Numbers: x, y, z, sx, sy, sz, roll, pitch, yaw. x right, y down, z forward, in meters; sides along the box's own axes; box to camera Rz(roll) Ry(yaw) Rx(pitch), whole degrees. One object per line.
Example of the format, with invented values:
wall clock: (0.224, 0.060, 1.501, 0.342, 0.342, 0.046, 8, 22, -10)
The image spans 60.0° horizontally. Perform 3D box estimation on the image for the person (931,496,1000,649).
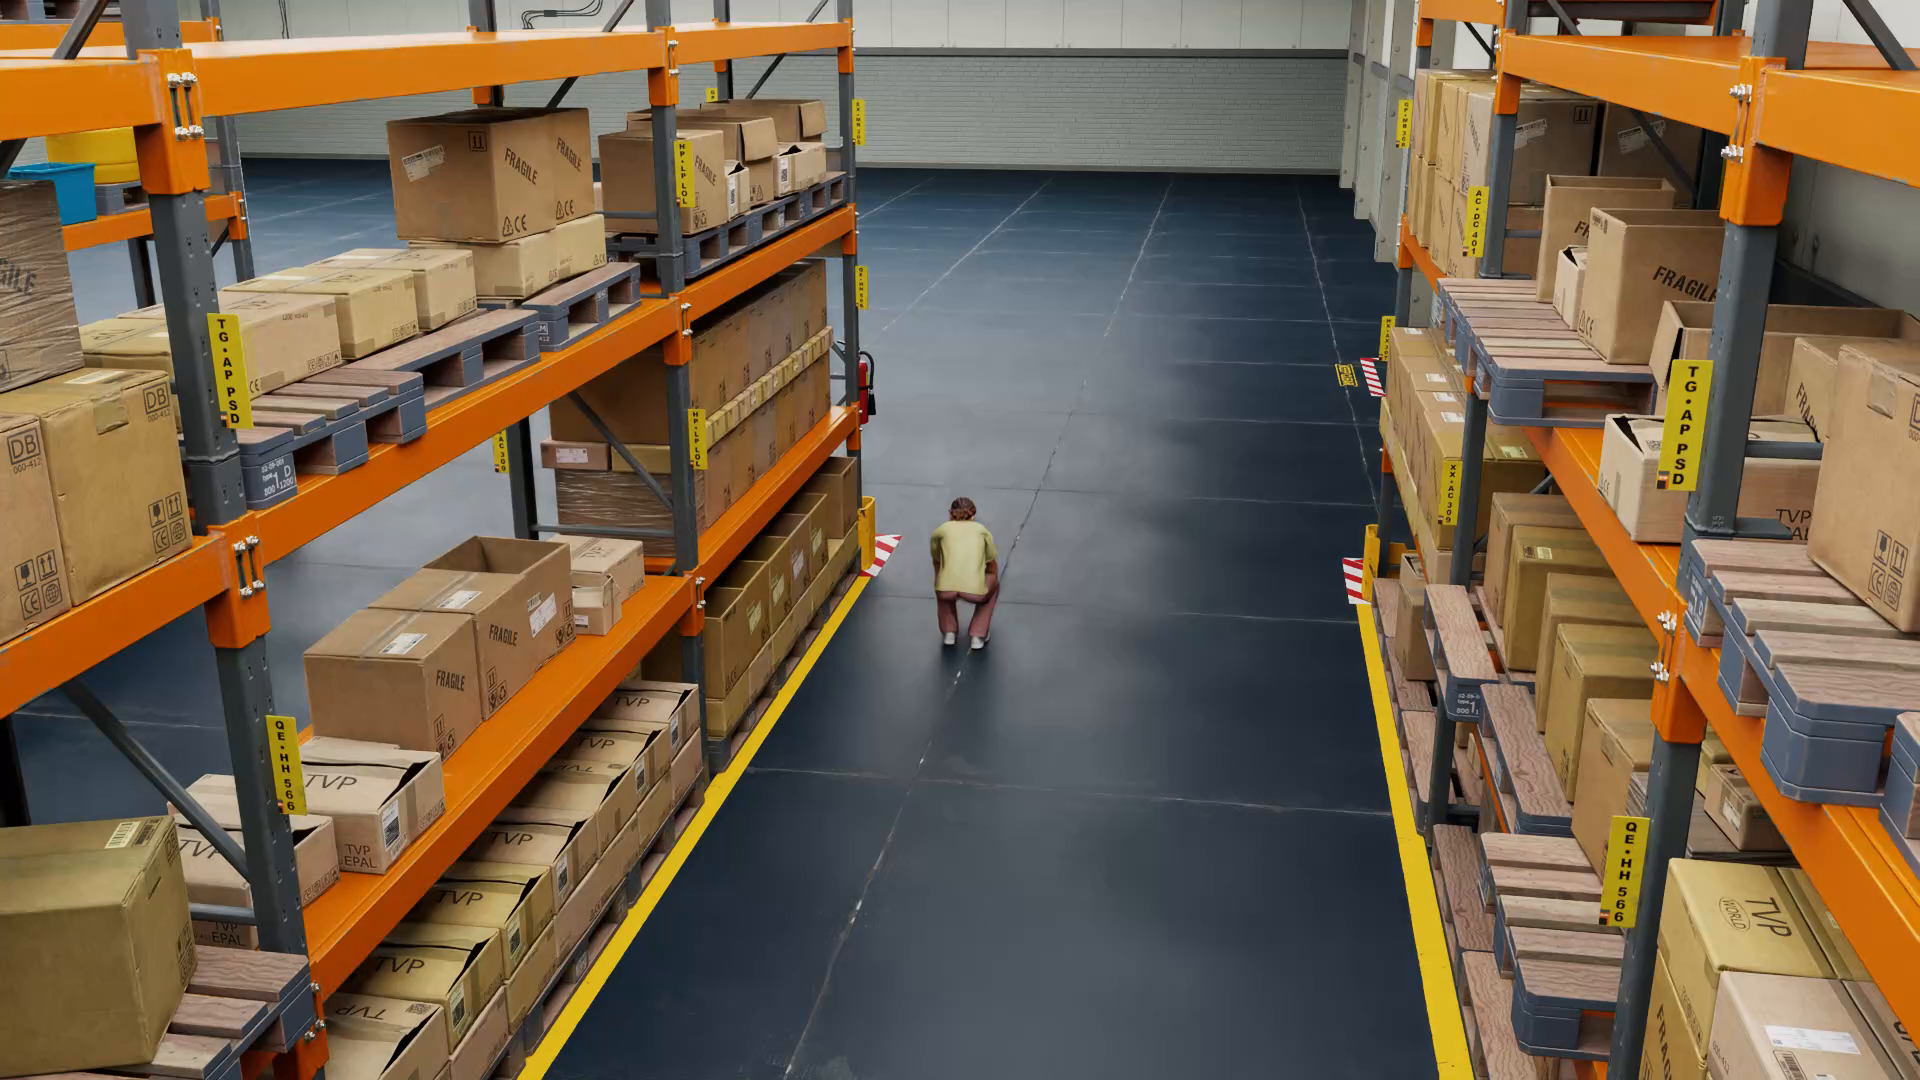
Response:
person: (0.018, 0.224, 11.560, 0.493, 0.943, 0.801, 3, 18, 8)
